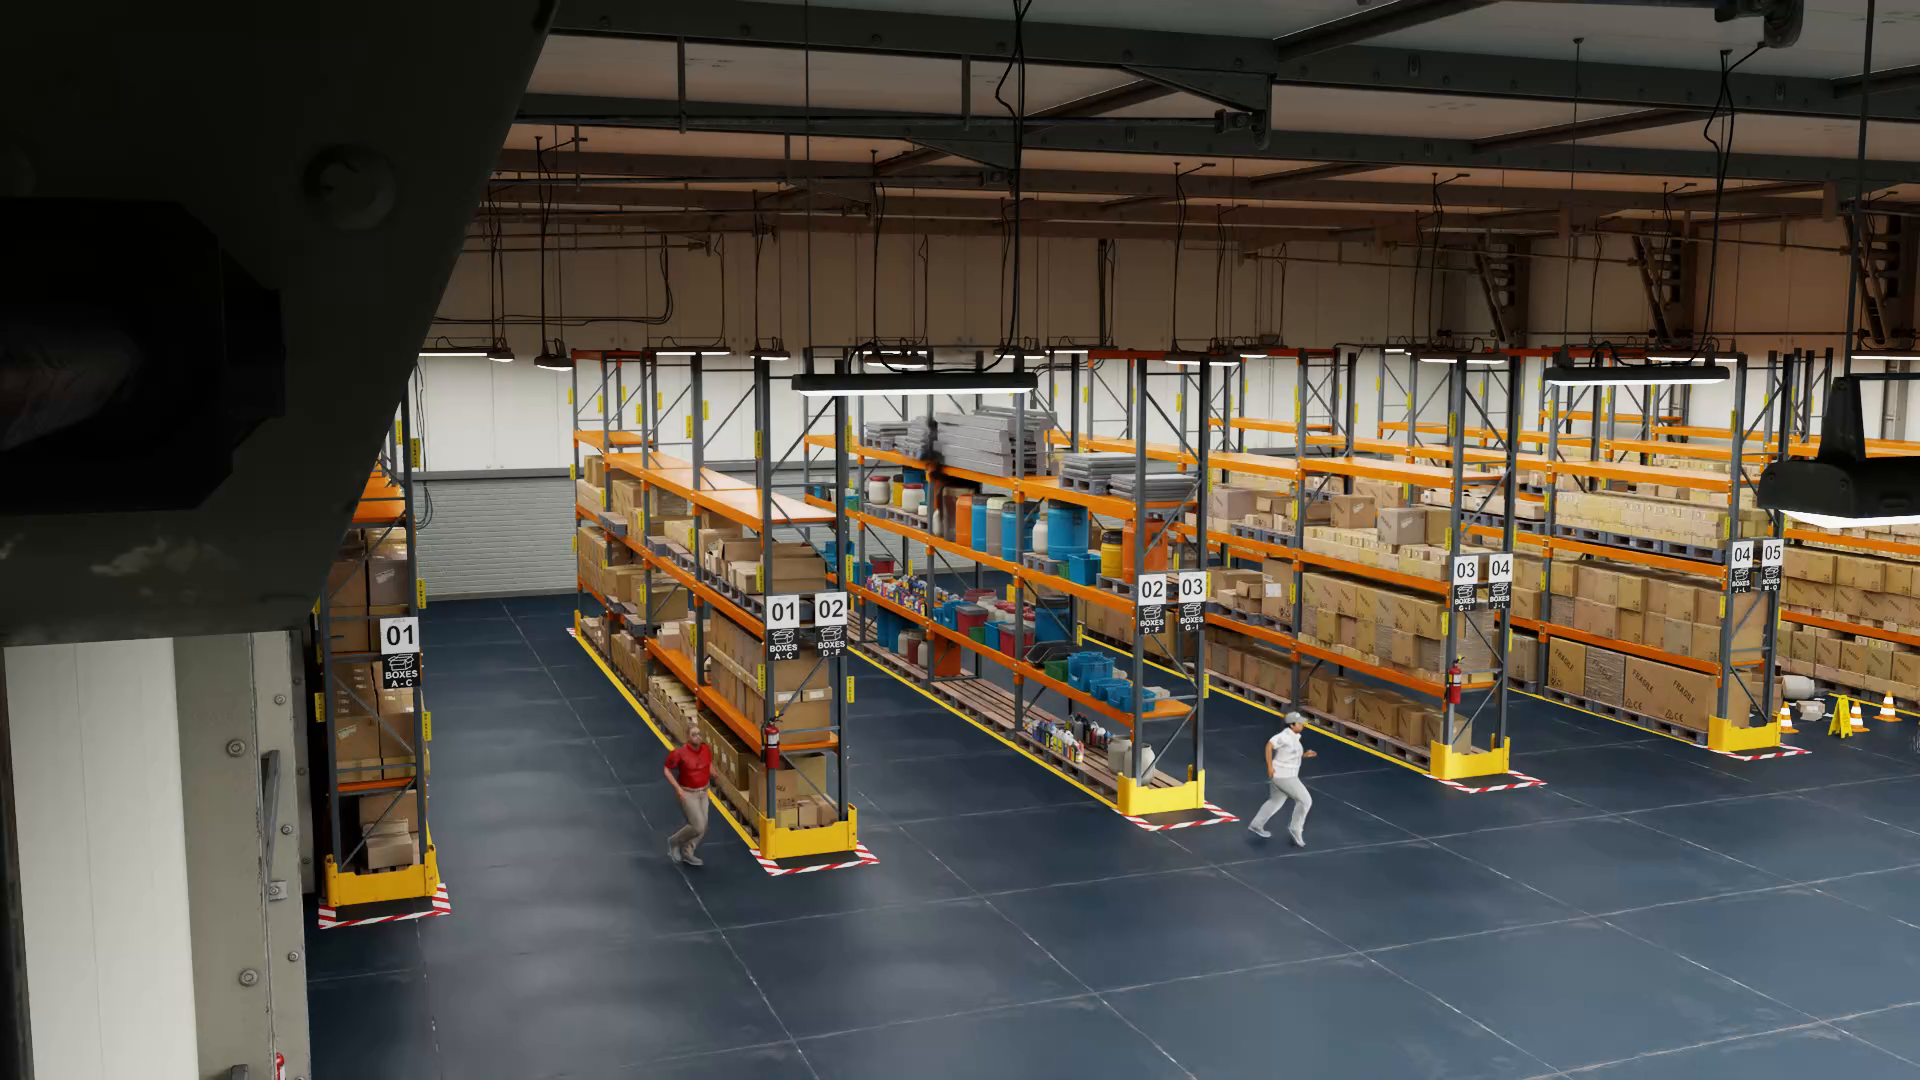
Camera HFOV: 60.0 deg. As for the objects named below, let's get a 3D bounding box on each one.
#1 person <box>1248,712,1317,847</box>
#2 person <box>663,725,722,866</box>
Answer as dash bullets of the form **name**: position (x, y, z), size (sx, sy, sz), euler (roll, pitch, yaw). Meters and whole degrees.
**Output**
- **person**: position (4.000, 2.961, 20.645), size (0.821, 1.696, 0.627), euler (2, 7, 15)
- **person**: position (-3.138, 3.040, 19.801), size (0.615, 1.693, 0.647), euler (5, 9, 37)
